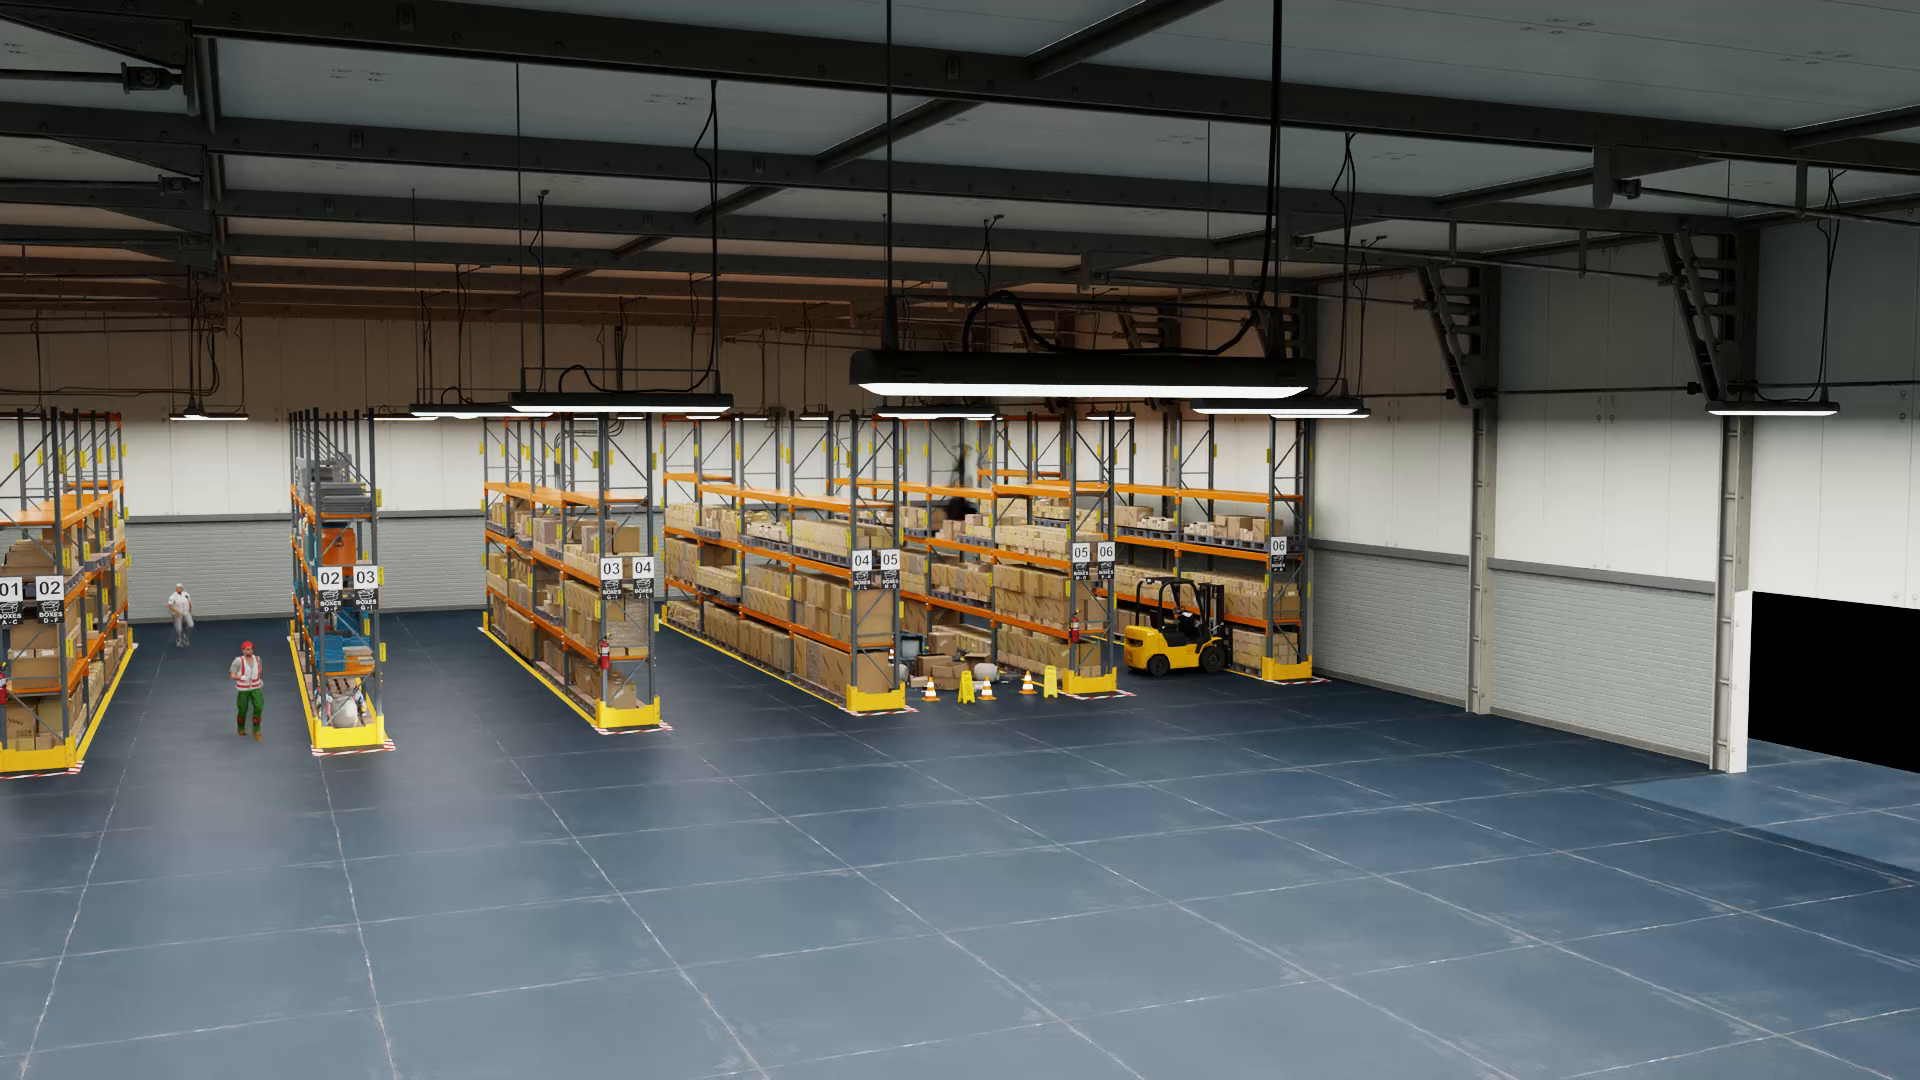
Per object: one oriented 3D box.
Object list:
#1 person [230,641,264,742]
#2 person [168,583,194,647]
[{"bbox_3d":[-12.863,2.730,30.028,0.588,1.831,0.835,-3,5,-37],"label":"person"},{"bbox_3d":[-19.927,1.921,42.586,0.622,1.635,0.607,-4,6,-44],"label":"person"}]
